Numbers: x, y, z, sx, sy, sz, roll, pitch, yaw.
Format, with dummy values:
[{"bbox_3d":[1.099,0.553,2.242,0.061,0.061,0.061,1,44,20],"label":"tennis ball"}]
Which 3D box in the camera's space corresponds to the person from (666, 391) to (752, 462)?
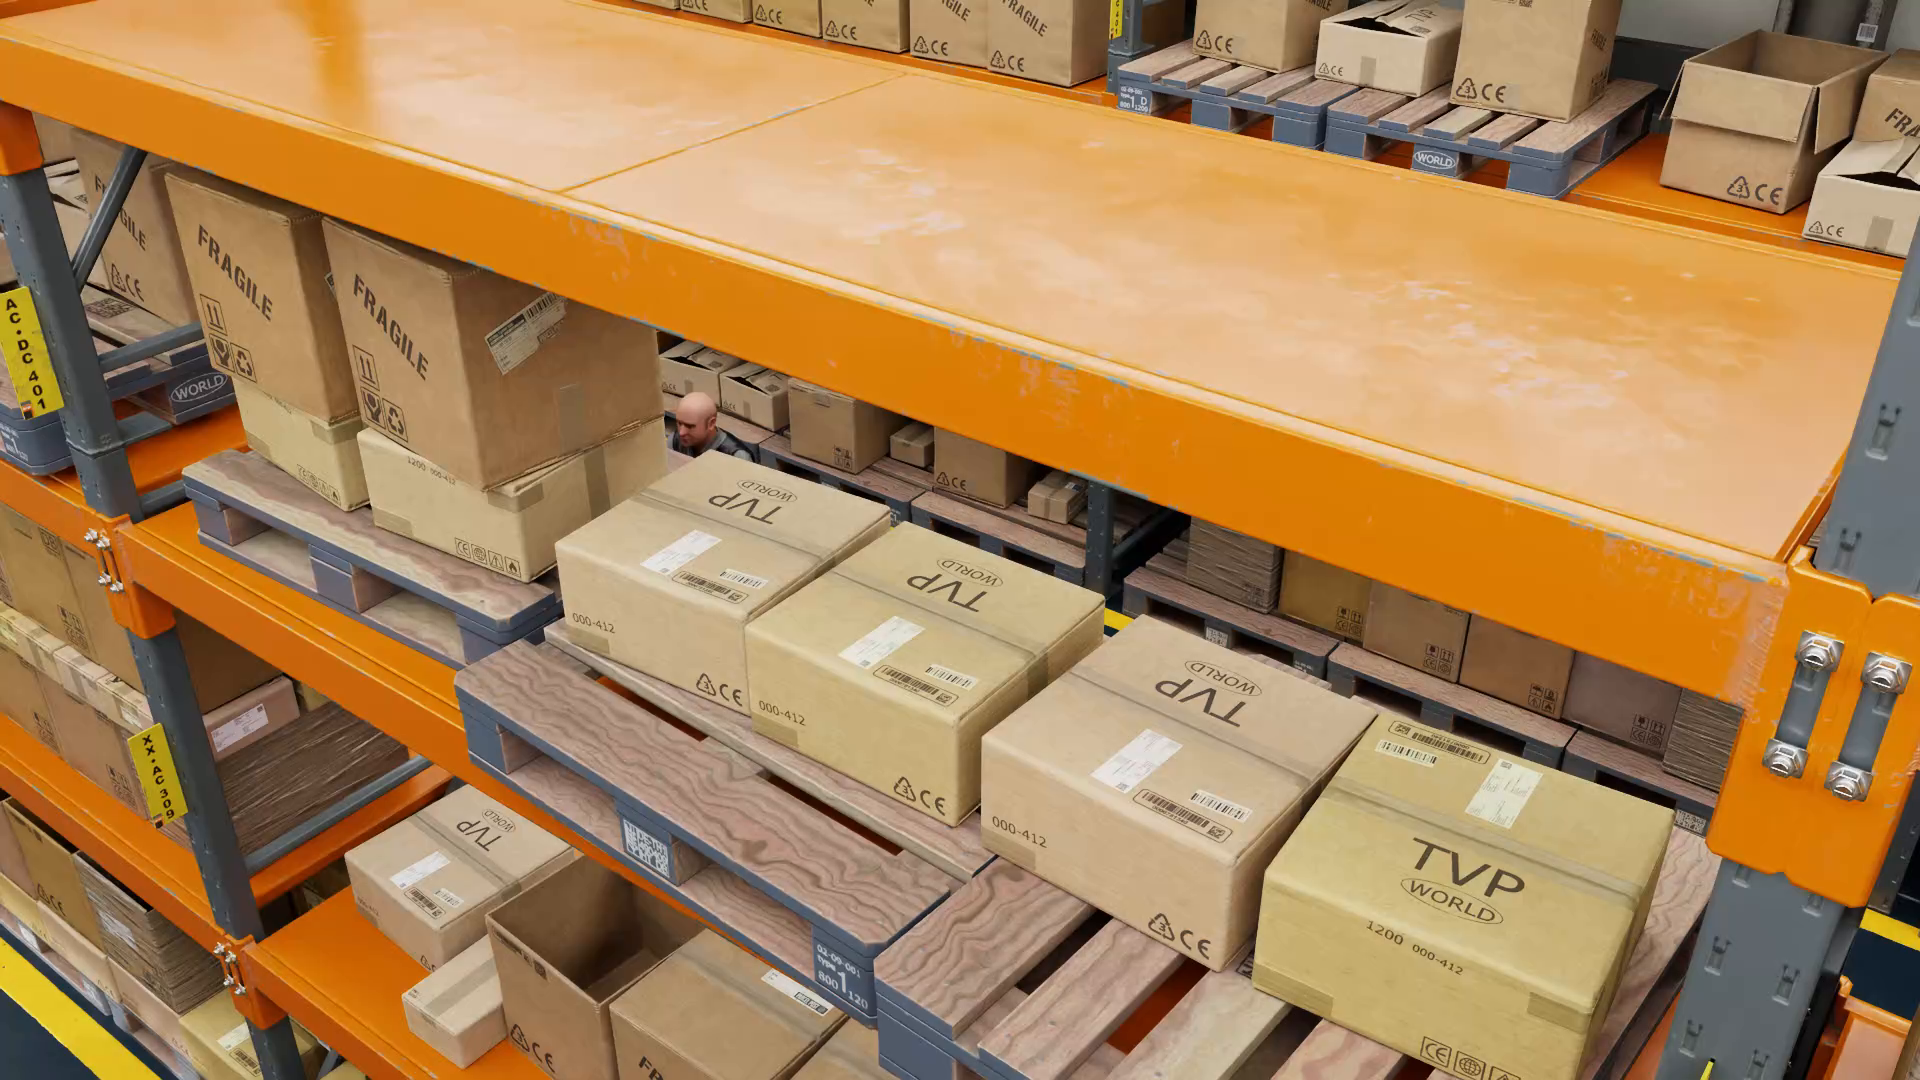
[{"bbox_3d":[-1.184,0.038,8.046,0.580,1.721,0.414,21,37,31],"label":"person"}]
